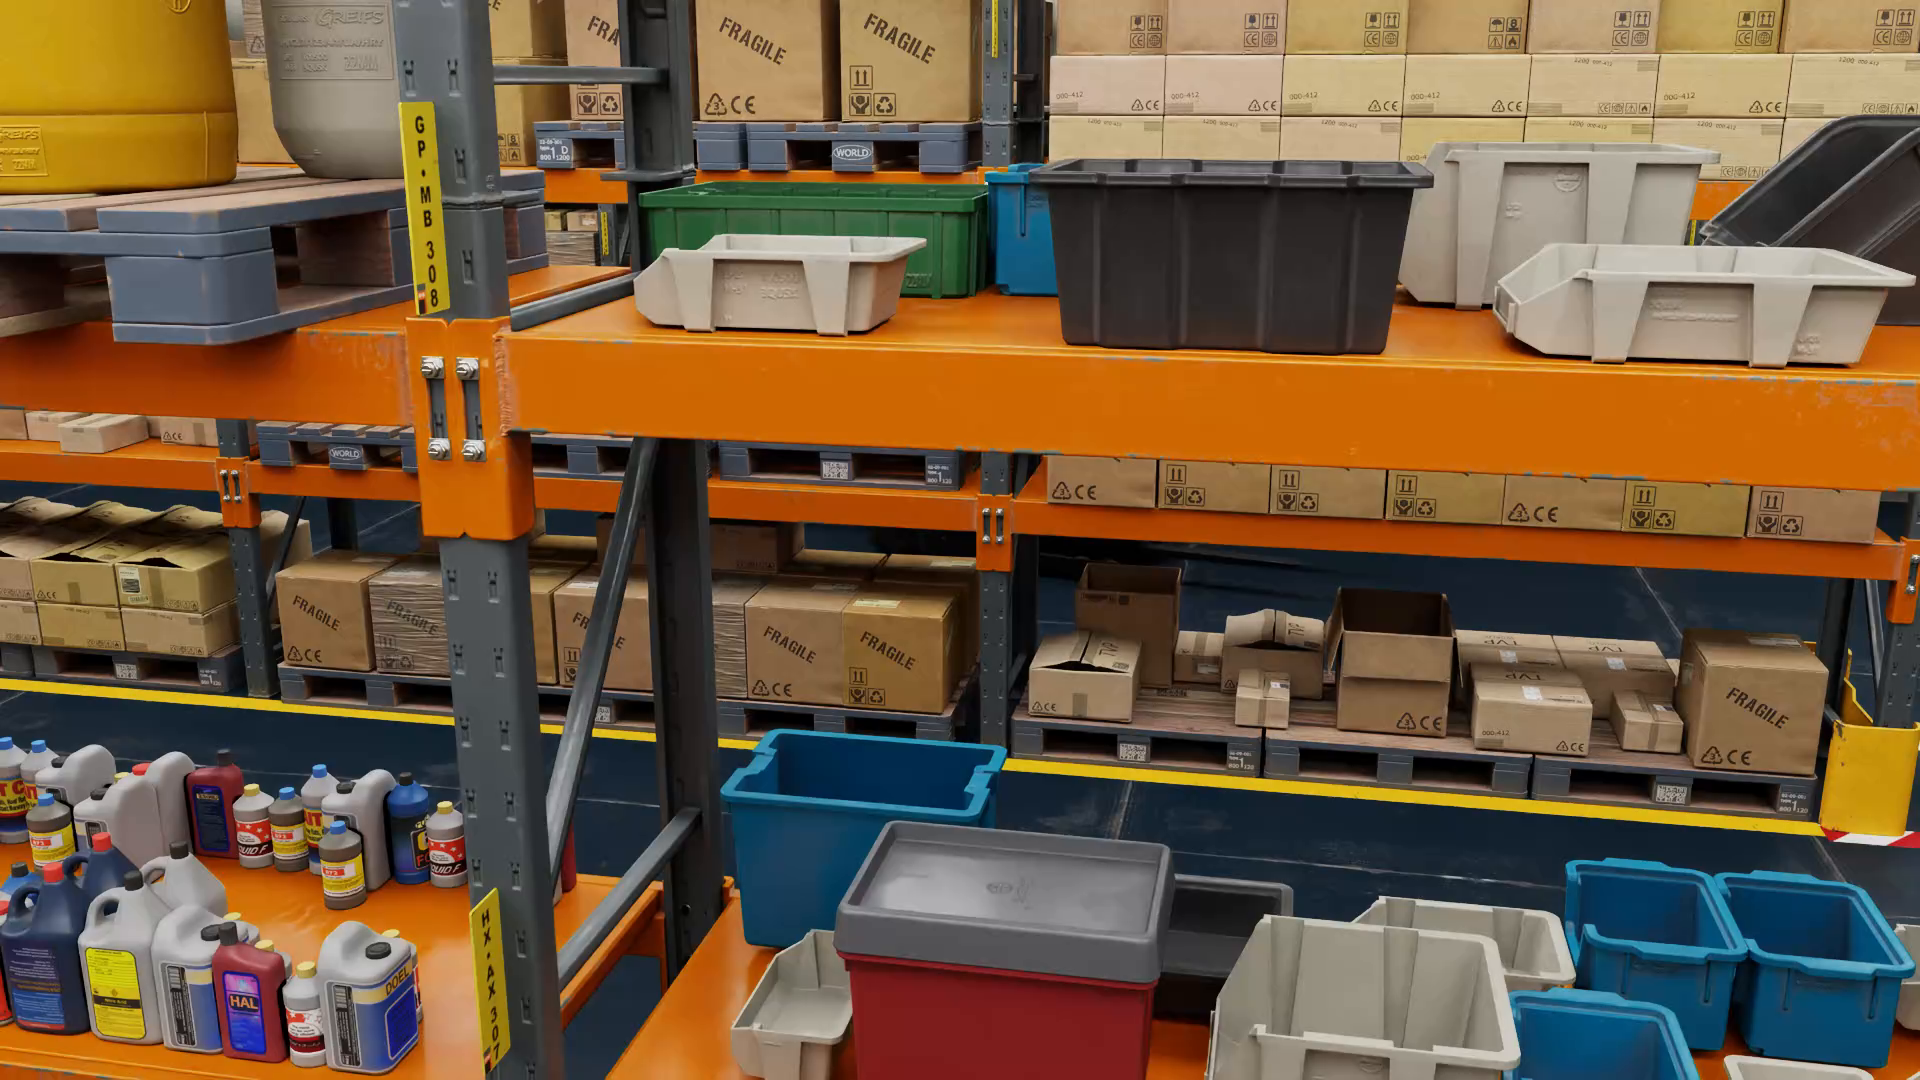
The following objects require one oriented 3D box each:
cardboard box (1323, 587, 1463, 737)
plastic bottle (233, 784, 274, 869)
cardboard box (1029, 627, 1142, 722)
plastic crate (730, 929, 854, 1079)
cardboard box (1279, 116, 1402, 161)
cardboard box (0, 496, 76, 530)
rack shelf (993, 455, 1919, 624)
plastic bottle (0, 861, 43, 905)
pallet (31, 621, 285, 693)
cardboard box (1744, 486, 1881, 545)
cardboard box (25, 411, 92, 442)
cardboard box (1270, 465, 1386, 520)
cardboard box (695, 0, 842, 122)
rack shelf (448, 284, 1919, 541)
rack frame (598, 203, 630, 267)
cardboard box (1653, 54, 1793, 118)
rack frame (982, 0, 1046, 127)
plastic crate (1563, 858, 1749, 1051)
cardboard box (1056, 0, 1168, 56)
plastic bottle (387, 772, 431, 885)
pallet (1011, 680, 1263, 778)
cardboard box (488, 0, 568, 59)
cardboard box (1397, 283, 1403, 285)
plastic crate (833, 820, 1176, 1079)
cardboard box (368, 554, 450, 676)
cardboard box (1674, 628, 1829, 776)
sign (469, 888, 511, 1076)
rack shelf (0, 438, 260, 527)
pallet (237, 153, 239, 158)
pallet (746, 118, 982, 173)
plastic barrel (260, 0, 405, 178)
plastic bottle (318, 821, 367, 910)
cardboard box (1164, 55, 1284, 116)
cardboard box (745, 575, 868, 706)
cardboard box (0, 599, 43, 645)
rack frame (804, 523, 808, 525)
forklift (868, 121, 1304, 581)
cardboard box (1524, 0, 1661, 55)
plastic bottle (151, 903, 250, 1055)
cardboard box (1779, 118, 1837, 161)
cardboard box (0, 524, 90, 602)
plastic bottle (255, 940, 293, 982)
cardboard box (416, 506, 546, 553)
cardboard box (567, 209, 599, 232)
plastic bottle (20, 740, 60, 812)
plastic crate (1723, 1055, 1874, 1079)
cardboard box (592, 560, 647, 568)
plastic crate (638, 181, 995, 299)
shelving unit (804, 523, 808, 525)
[{"bbox_3d":[2.101,0.578,8.139,0.637,0.503,0.797,3,16,11],"label":"cardboard box"},{"bbox_3d":[-1.767,0.712,4.174,0.097,0.201,0.097,0,15,0],"label":"plastic bottle"},{"bbox_3d":[0.627,0.651,8.235,0.500,0.311,0.500,3,16,11],"label":"cardboard box"},{"bbox_3d":[-0.304,0.944,3.346,0.243,0.136,0.396,3,16,11],"label":"plastic crate"},{"bbox_3d":[1.665,-1.740,7.315,0.500,0.250,0.500,3,16,11],"label":"cardboard box"},{"bbox_3d":[-5.635,-0.057,9.893,0.500,0.311,0.500,3,16,10],"label":"cardboard box"},{"bbox_3d":[2.219,-0.059,7.932,4.000,0.370,1.077,3,16,11],"label":"rack shelf"},{"bbox_3d":[-2.028,0.830,3.619,0.097,0.271,0.097,0,15,0],"label":"plastic bottle"},{"bbox_3d":[-4.460,0.565,9.555,1.213,0.211,1.003,3,16,11],"label":"pallet"},{"bbox_3d":[3.685,-0.300,7.267,0.500,0.500,0.500,4,16,13],"label":"cardboard box"},{"bbox_3d":[-4.922,-0.656,9.213,0.250,0.149,0.380,4,16,15],"label":"cardboard box"},{"bbox_3d":[1.696,-0.408,7.658,0.500,0.500,0.500,3,16,11],"label":"cardboard box"},{"bbox_3d":[-0.880,-2.332,8.010,0.600,0.600,0.600,3,16,10],"label":"cardboard box"},{"bbox_3d":[1.228,-0.209,2.854,4.000,0.370,1.077,3,16,11],"label":"rack shelf"},{"bbox_3d":[-2.678,-2.020,13.667,0.127,3.000,1.000,3,16,11],"label":"rack frame"},{"bbox_3d":[3.134,-1.900,6.958,0.500,0.250,0.500,3,16,11],"label":"cardboard box"},{"bbox_3d":[0.259,-3.403,7.419,0.127,3.000,1.000,3,16,11],"label":"rack frame"},{"bbox_3d":[1.427,0.863,3.458,0.300,0.233,0.416,3,16,11],"label":"plastic crate"},{"bbox_3d":[0.743,-2.471,7.615,0.500,0.500,0.700,3,16,11],"label":"cardboard box"},{"bbox_3d":[-1.349,0.701,4.083,0.097,0.271,0.097,0,15,0],"label":"plastic bottle"},{"bbox_3d":[0.932,0.869,8.459,1.213,0.211,1.003,3,16,11],"label":"pallet"},{"bbox_3d":[-2.235,-2.621,8.155,0.500,0.500,0.500,3,16,11],"label":"cardboard box"},{"bbox_3d":[2.180,-0.861,7.421,0.500,0.500,0.500,4,16,13],"label":"cardboard box"},{"bbox_3d":[0.093,0.837,3.118,0.583,0.464,0.402,3,16,11],"label":"plastic crate"},{"bbox_3d":[-2.758,0.394,8.811,0.500,0.500,0.500,3,16,9],"label":"cardboard box"},{"bbox_3d":[3.597,0.729,7.599,0.500,0.500,0.500,3,16,11],"label":"cardboard box"},{"bbox_3d":[-0.843,0.794,2.987,0.005,0.325,0.100,3,16,11],"label":"sign"},{"bbox_3d":[-5.621,-0.484,9.468,4.000,0.370,1.077,3,16,11],"label":"rack shelf"},{"bbox_3d":[-4.344,-2.092,8.659,1.003,0.211,1.213,4,16,14],"label":"pallet"},{"bbox_3d":[-0.366,-1.920,8.036,1.003,0.211,1.213,3,16,11],"label":"pallet"},{"bbox_3d":[-1.198,-1.023,3.406,0.433,0.535,0.433,0,15,0],"label":"plastic barrel"},{"bbox_3d":[-1.475,0.770,3.967,0.097,0.201,0.097,0,15,0],"label":"plastic bottle"},{"bbox_3d":[1.176,-2.009,7.351,0.500,0.250,0.500,3,16,11],"label":"cardboard box"},{"bbox_3d":[-0.765,0.501,8.422,0.500,0.500,0.500,3,16,11],"label":"cardboard box"},{"bbox_3d":[-5.223,0.380,9.365,0.500,0.250,0.500,3,16,12],"label":"cardboard box"},{"bbox_3d":[-1.102,-0.875,12.342,0.023,1.500,0.400,7,17,23],"label":"rack frame"},{"bbox_3d":[0.920,-1.281,11.126,3.031,2.935,1.130,7,17,23],"label":"forklift"},{"bbox_3d":[2.687,-2.345,7.159,0.500,0.500,0.700,3,16,11],"label":"cardboard box"},{"bbox_3d":[-1.541,0.888,3.400,0.135,0.276,0.152,3,16,11],"label":"plastic bottle"},{"bbox_3d":[3.623,-1.630,6.921,0.500,0.250,0.500,3,16,11],"label":"cardboard box"},{"bbox_3d":[-5.228,0.111,9.286,0.500,0.311,0.500,3,16,11],"label":"cardboard box"},{"bbox_3d":[-1.420,0.921,3.419,0.097,0.201,0.097,0,15,0],"label":"plastic bottle"},{"bbox_3d":[-2.642,-0.103,9.198,0.500,0.250,0.500,4,16,13],"label":"cardboard box"},{"bbox_3d":[-3.022,-2.604,13.546,0.250,0.149,0.380,1,16,4],"label":"cardboard box"},{"bbox_3d":[-2.352,0.647,4.279,0.097,0.271,0.097,0,15,0],"label":"plastic bottle"},{"bbox_3d":[1.500,1.060,2.926,0.250,0.136,0.298,3,16,11],"label":"plastic crate"},{"bbox_3d":[-1.675,0.310,9.111,0.500,0.500,0.500,3,16,9],"label":"cardboard box"},{"bbox_3d":[-0.257,-0.616,3.375,0.662,0.188,0.450,3,16,11],"label":"plastic crate"},{"bbox_3d":[-0.766,-0.836,12.202,0.755,1.500,0.431,7,17,23],"label":"shelving unit"}]
